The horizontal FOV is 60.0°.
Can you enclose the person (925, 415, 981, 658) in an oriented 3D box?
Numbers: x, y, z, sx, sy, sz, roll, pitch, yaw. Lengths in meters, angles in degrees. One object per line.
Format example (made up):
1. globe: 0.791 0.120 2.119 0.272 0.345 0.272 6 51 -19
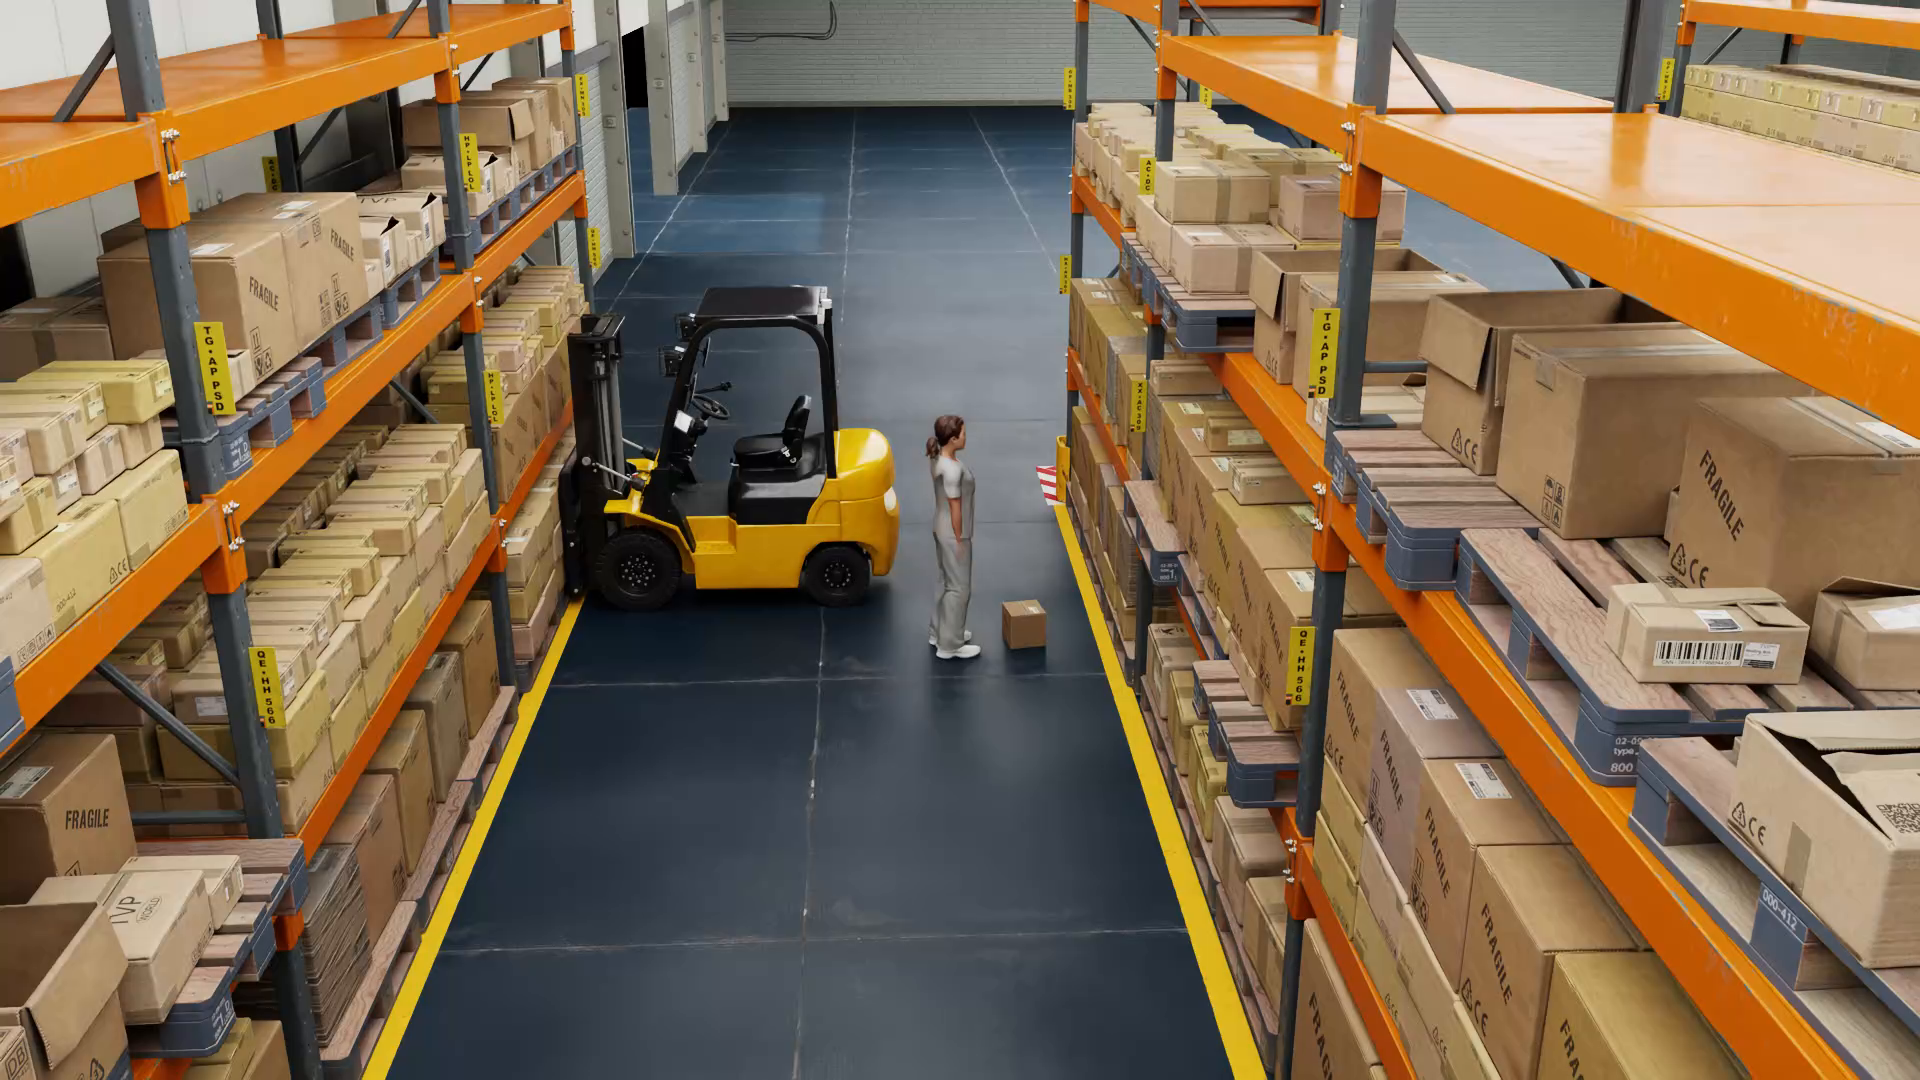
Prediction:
1. person: -0.065 -0.037 11.193 0.359 1.669 0.439 -5 21 -13
